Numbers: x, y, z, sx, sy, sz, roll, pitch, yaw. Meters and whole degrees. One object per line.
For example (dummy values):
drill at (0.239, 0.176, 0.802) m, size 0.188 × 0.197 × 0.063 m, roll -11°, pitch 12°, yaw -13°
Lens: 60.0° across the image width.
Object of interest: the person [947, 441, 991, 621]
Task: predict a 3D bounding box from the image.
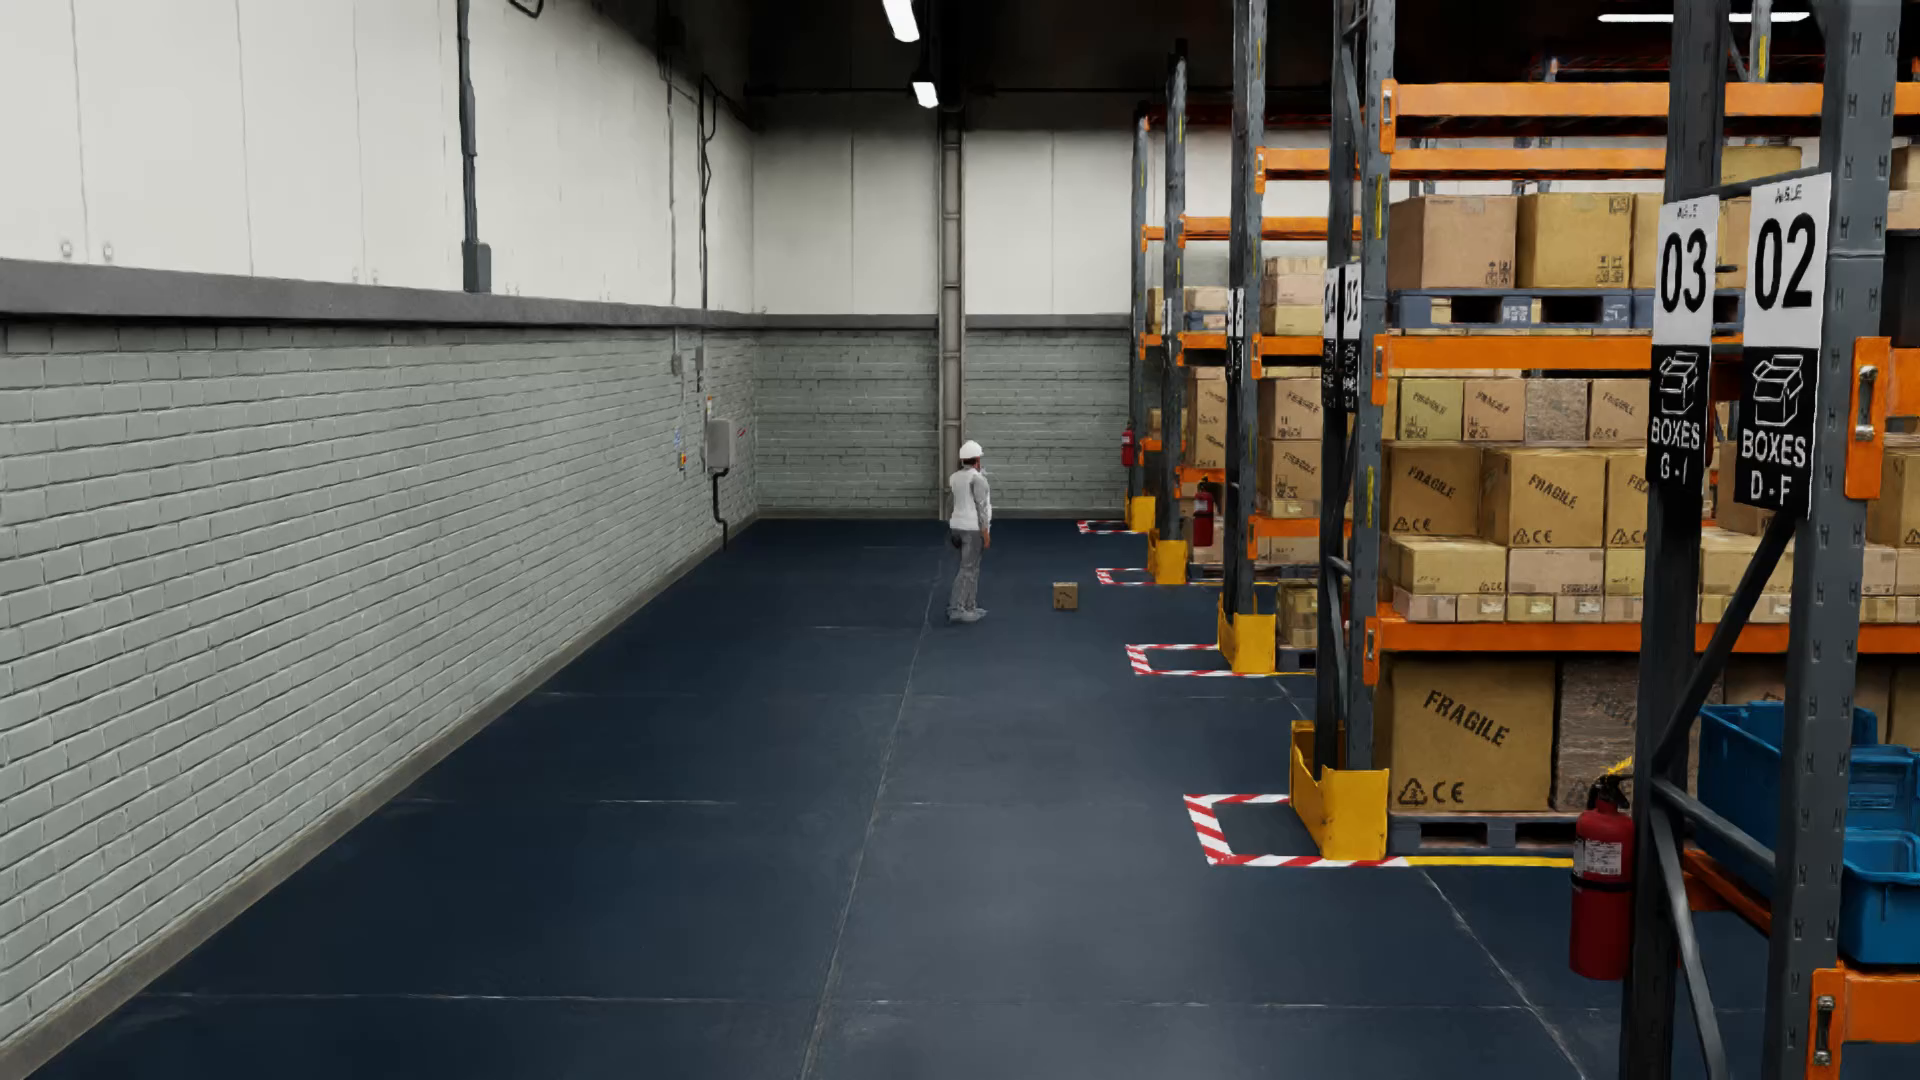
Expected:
person at (0.077, -0.094, 16.420) m, size 0.561 × 1.764 × 0.559 m, roll -5°, pitch 8°, yaw -32°
